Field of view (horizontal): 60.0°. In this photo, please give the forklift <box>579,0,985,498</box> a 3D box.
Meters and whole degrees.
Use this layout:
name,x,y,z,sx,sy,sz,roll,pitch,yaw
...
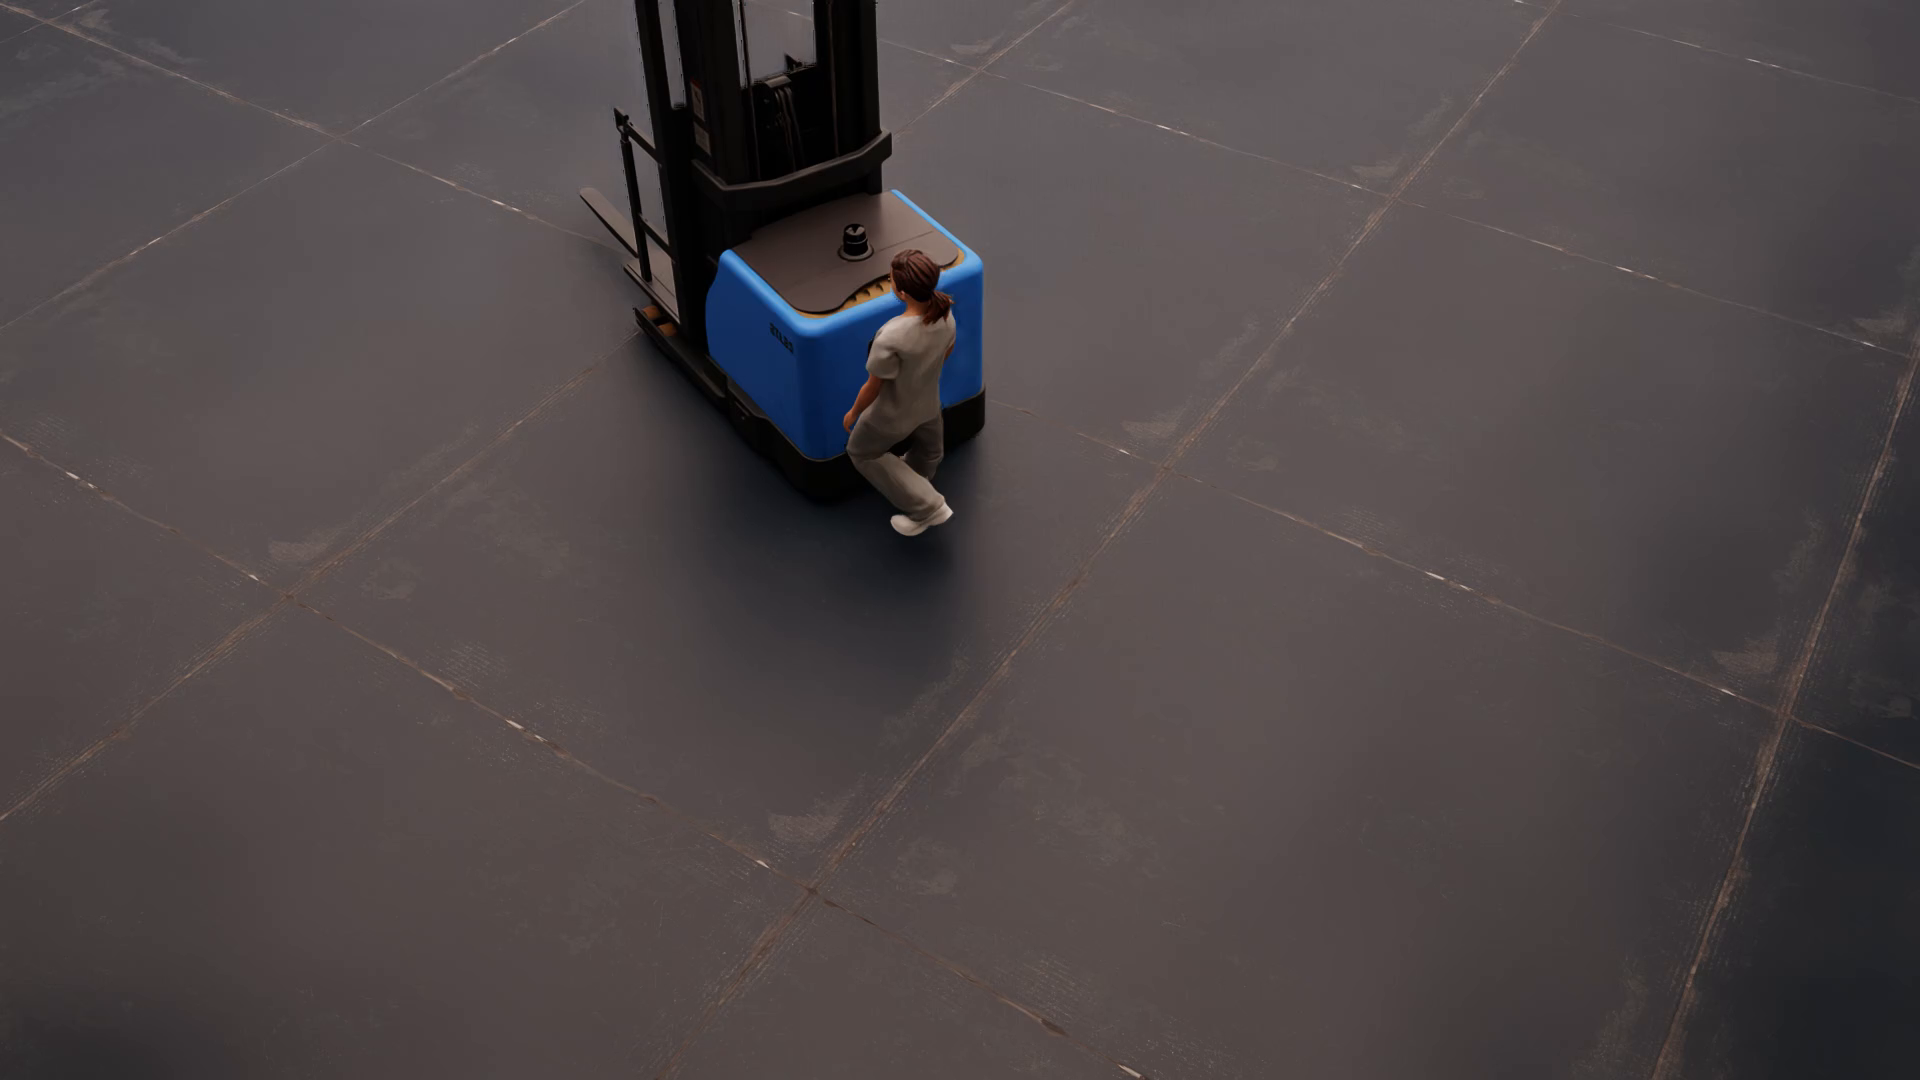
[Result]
name,x,y,z,sx,sy,sz,roll,pitch,yaw
forklift,-1.123,-2.247,8.219,1.130,2.935,3.031,-25,49,-24

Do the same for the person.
name,x,y,z,sx,sy,sz,roll,pitch,yaw
person,-0.304,-0.687,7.494,0.626,1.571,0.713,-31,52,-29
